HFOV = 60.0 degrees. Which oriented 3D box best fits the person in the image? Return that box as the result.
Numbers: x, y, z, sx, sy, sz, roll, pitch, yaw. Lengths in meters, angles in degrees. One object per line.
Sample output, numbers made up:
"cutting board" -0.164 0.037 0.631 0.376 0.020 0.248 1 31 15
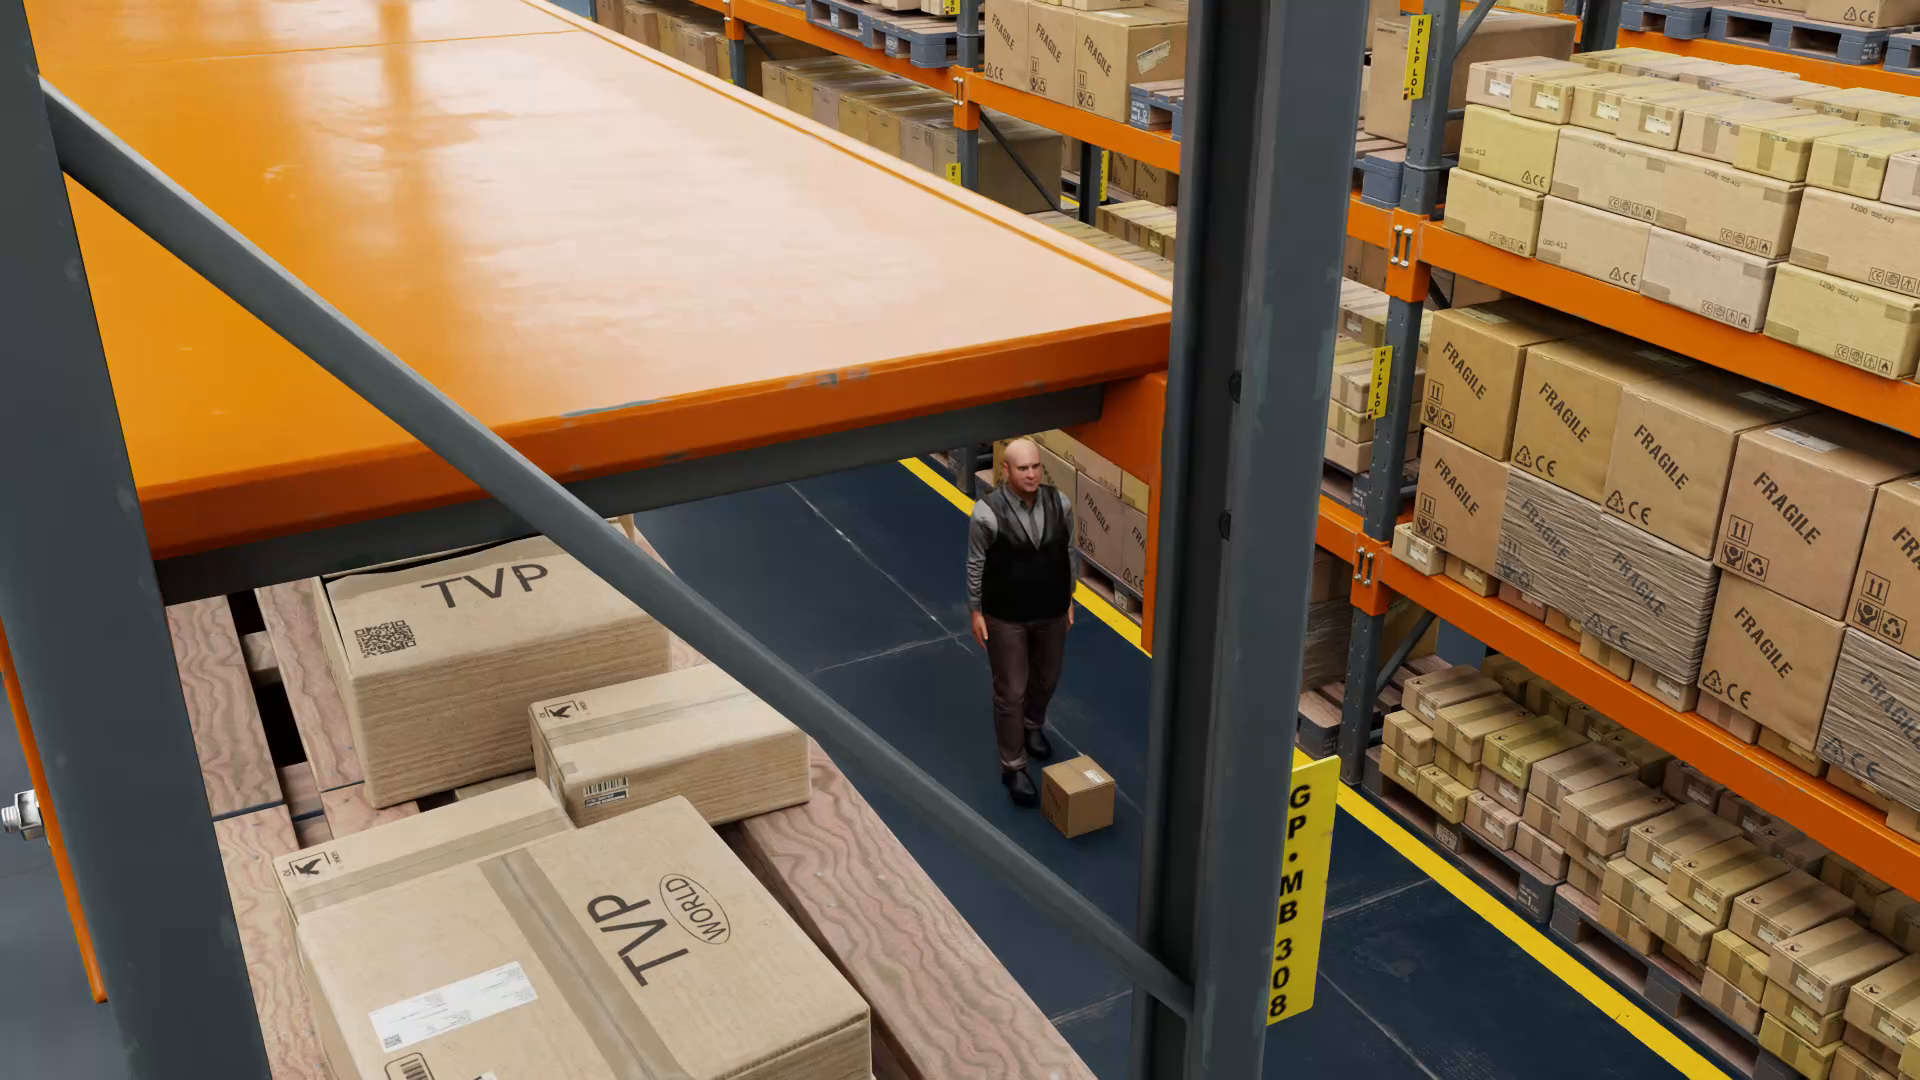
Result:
"person" 0.318 0.357 7.877 0.559 1.720 0.657 -9 27 -18
